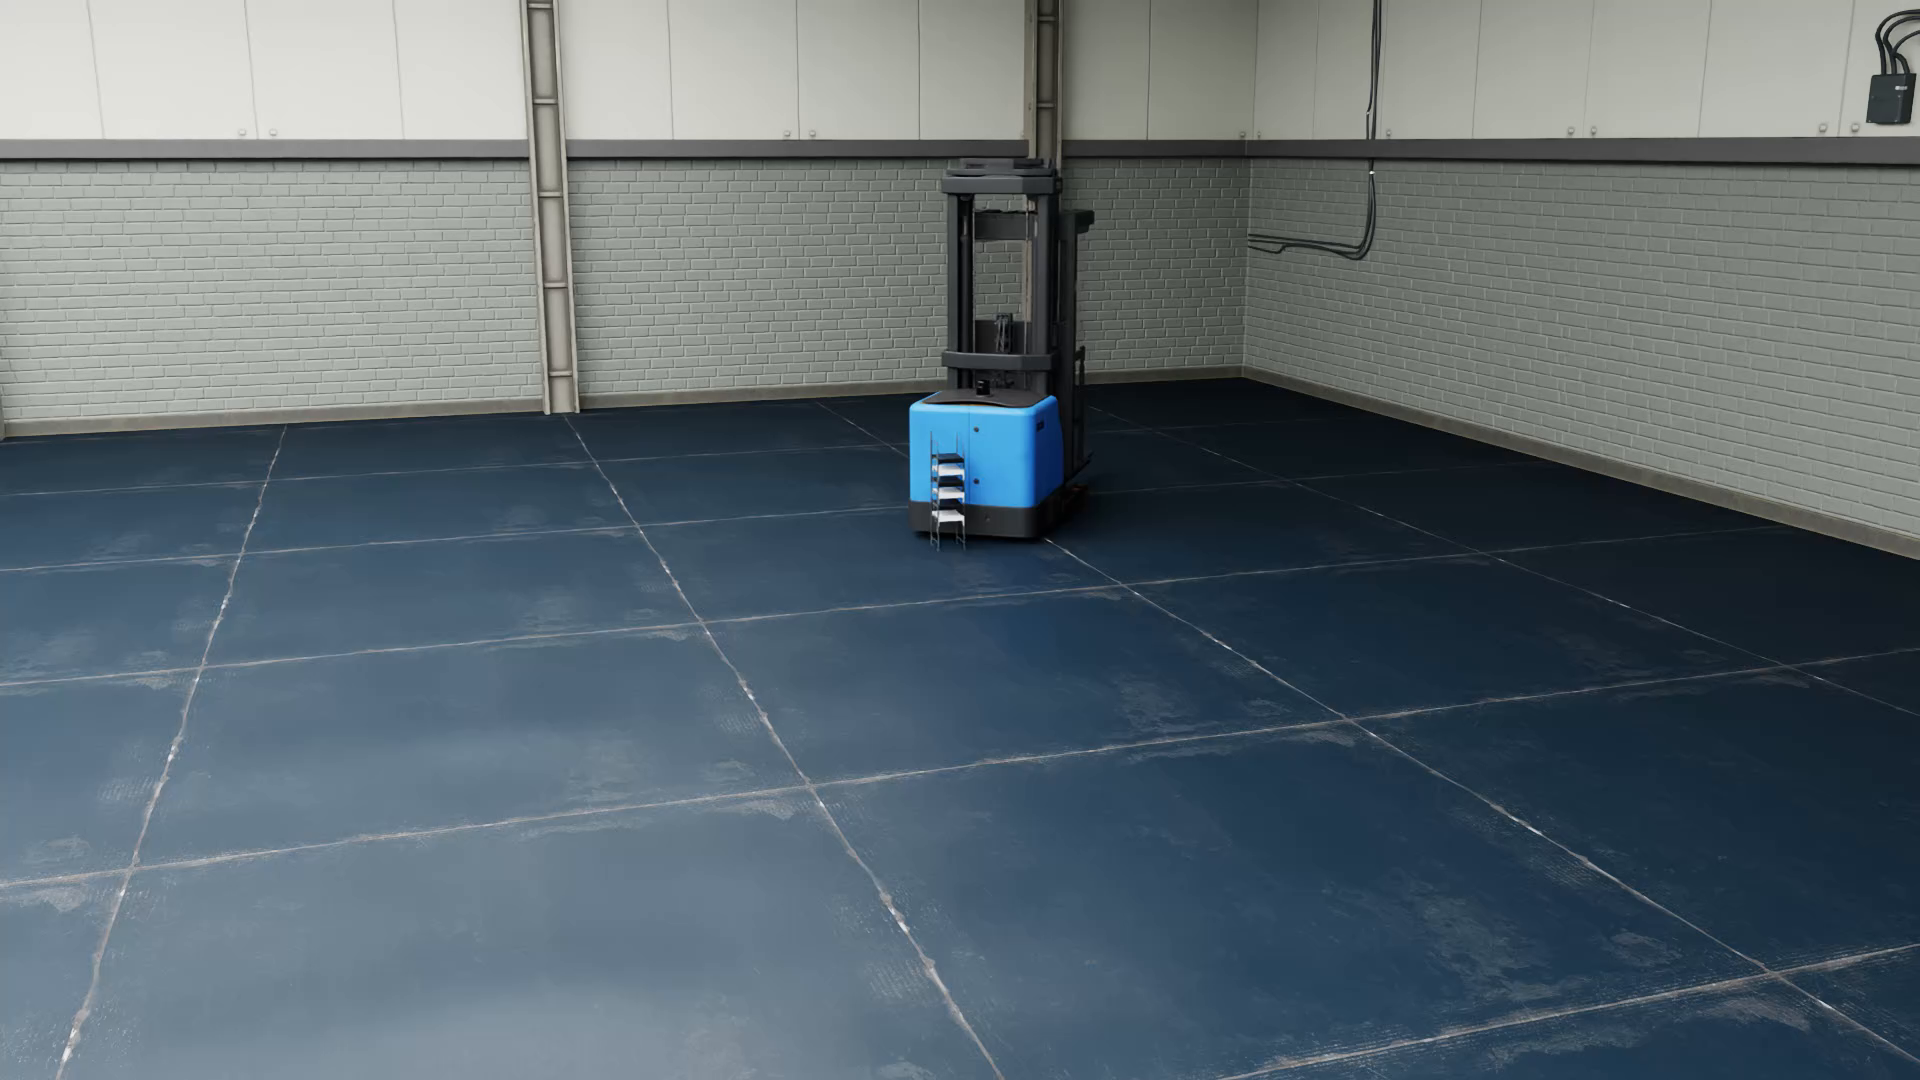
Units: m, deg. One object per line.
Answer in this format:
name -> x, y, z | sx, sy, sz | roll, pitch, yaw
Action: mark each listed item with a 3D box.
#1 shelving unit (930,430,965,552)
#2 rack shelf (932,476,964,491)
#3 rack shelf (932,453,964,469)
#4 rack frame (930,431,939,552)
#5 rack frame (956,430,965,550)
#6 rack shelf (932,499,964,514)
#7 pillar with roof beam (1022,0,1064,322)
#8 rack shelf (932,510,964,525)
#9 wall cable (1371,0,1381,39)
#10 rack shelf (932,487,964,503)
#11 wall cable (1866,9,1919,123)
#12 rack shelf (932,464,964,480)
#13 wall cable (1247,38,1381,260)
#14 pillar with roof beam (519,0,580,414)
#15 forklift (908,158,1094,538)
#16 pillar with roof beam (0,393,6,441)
shelving unit -> -0.096, -0.378, 12.788 | 0.210, 0.900, 0.258 | -3, 14, -14
rack shelf -> -0.096, -0.433, 12.775 | 0.200, 0.077, 0.258 | -3, 14, -14
rack shelf -> -0.096, -0.608, 12.733 | 0.200, 0.077, 0.258 | -3, 14, -14
rack frame -> -0.195, -0.372, 12.763 | 0.006, 0.900, 0.240 | -3, 14, -14
rack frame -> 0.002, -0.384, 12.813 | 0.006, 0.900, 0.240 | -3, 14, -14
rack shelf -> -0.096, -0.258, 12.817 | 0.200, 0.077, 0.258 | -3, 14, -14
pillar with roof beam -> 2.396, -5.380, 16.315 | 0.400, 9.000, 9.100 | -4, 14, -18
rack shelf -> -0.096, -0.171, 12.838 | 0.200, 0.077, 0.258 | -3, 14, -14
wall cable -> 5.100, -6.605, 17.259 | 0.112, 2.526, 3.097 | -4, 14, -18
rack shelf -> -0.096, -0.346, 12.796 | 0.200, 0.077, 0.258 | -3, 14, -14
wall cable -> 7.250, -5.823, 10.827 | 0.169, 6.003, 2.305 | -4, 14, -18
rack shelf -> -0.096, -0.521, 12.754 | 0.200, 0.077, 0.258 | -3, 14, -14
wall cable -> 4.237, -4.741, 20.338 | 0.112, 2.526, 3.097 | -4, 14, -18
pillar with roof beam -> -3.291, -4.937, 14.453 | 0.400, 9.000, 9.100 | -4, 14, -18
forklift -> 0.498, -1.735, 14.101 | 1.130, 2.935, 3.031 | 4, 14, 16
pillar with roof beam -> -8.977, -4.494, 12.591 | 0.400, 9.000, 9.100 | -4, 14, -18
